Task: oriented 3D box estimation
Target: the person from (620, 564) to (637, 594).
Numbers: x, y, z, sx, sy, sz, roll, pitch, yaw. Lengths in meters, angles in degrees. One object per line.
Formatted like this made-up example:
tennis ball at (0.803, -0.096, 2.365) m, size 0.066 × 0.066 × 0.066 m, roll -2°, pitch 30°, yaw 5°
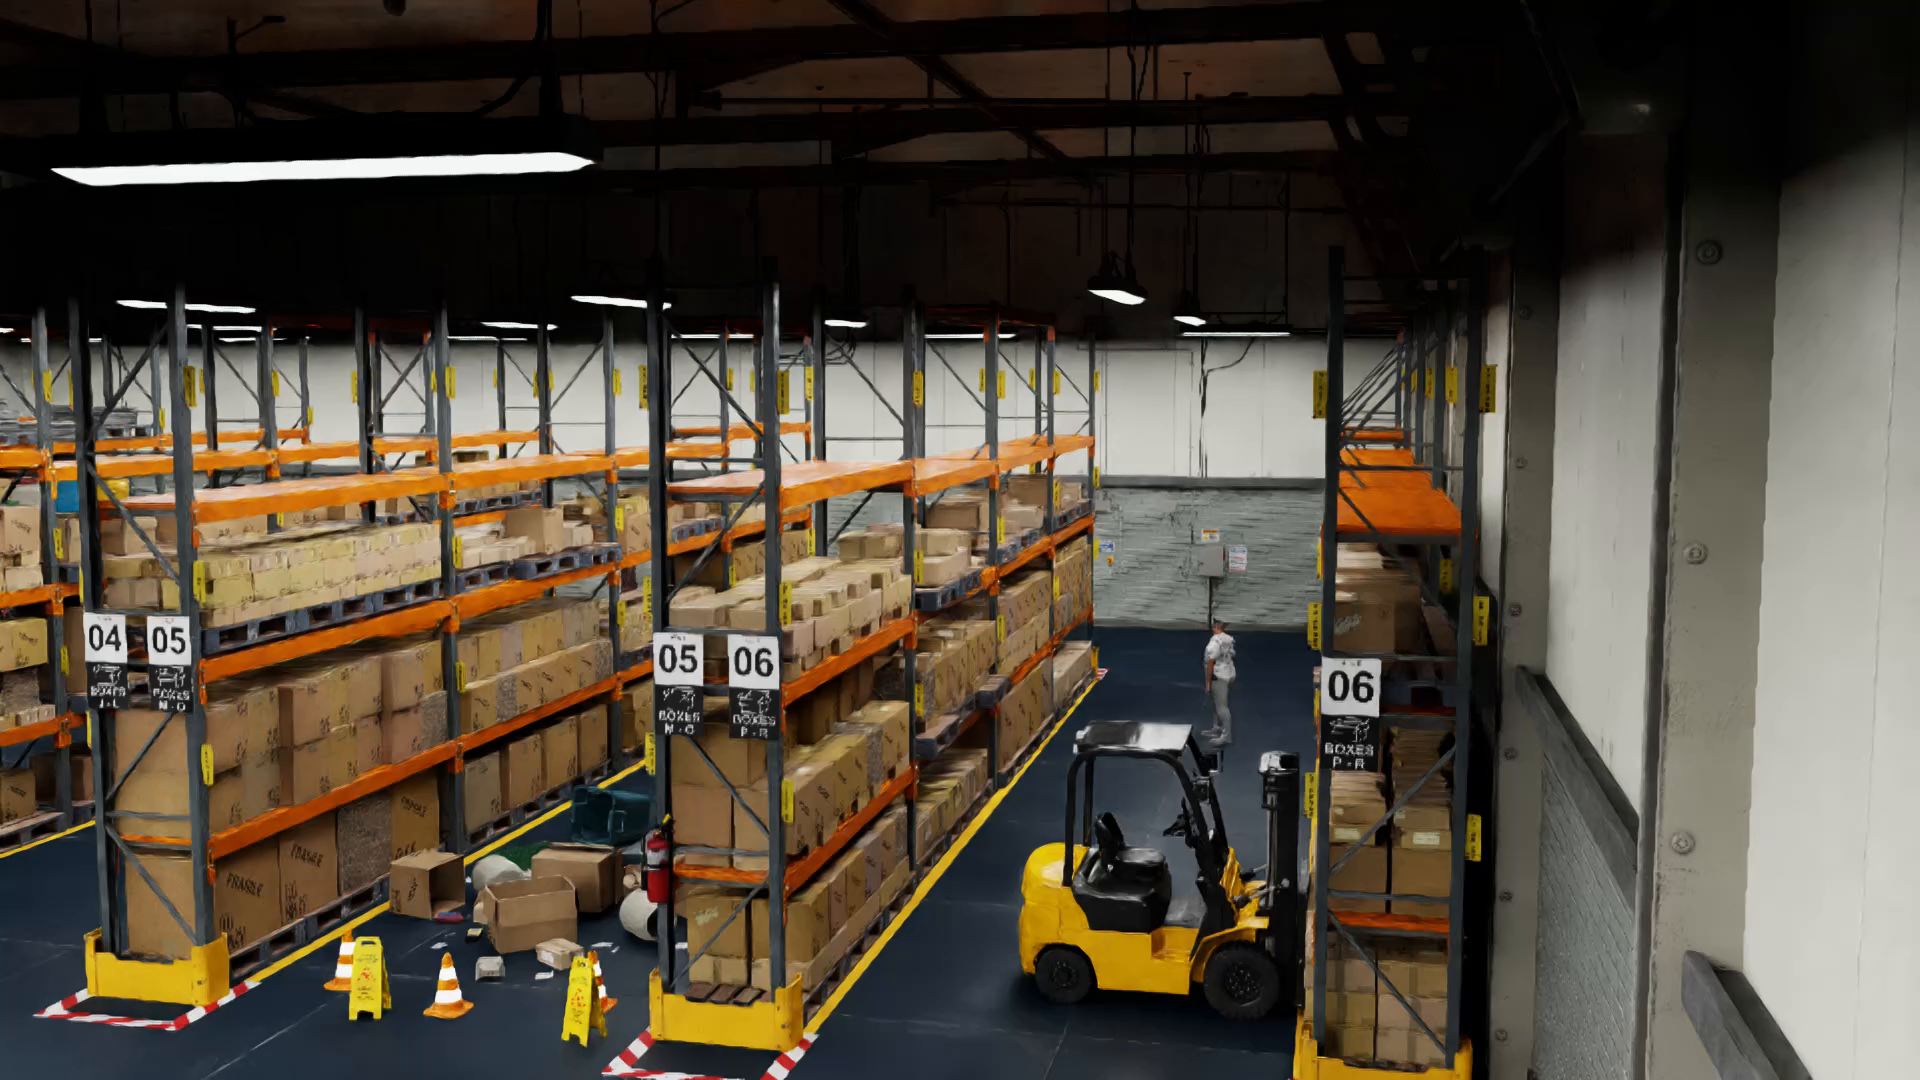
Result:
person at (-6.461, 0.977, 32.750) m, size 0.567 × 1.773 × 0.784 m, roll -2°, pitch 6°, yaw -18°

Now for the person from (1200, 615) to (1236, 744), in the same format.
person at (3.603, 1.930, 23.258) m, size 0.598 × 1.744 × 0.657 m, roll 4°, pitch 7°, yaw 33°
